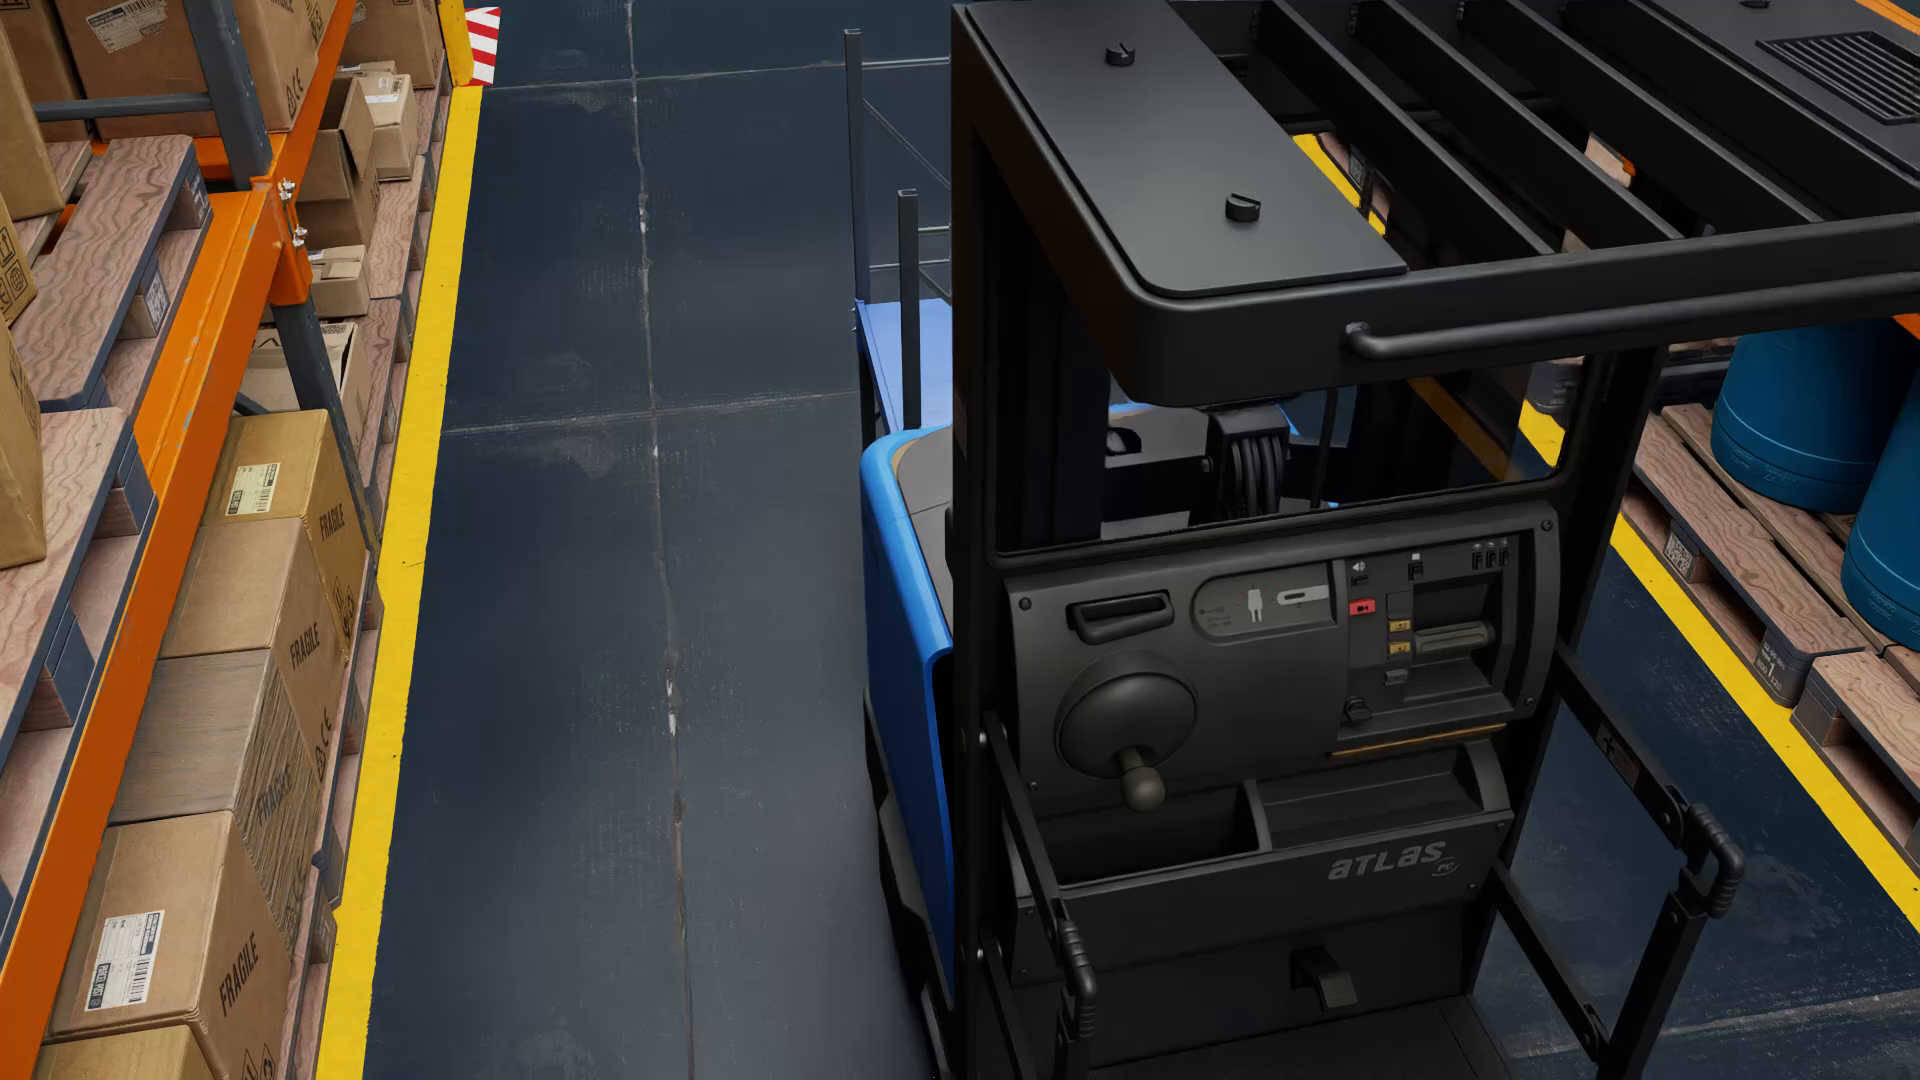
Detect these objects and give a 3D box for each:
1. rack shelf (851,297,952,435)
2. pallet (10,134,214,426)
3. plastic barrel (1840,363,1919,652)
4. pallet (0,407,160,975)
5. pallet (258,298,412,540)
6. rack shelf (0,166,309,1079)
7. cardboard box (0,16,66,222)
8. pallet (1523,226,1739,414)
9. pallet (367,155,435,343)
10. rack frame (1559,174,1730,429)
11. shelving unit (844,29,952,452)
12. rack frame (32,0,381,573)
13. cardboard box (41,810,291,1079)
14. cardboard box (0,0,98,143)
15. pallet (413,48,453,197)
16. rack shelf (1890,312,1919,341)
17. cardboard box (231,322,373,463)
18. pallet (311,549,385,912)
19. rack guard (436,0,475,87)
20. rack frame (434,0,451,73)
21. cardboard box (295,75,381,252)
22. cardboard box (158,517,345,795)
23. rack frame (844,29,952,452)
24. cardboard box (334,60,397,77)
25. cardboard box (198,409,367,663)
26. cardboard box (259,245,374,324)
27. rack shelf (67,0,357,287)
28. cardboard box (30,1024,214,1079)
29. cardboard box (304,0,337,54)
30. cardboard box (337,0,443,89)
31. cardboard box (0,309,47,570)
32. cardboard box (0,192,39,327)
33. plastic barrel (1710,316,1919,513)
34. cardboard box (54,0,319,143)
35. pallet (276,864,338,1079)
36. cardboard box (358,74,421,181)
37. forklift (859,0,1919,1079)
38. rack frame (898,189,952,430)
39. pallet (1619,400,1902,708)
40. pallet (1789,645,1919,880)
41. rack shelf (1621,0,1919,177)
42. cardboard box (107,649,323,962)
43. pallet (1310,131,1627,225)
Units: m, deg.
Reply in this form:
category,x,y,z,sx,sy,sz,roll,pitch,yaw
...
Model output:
category,x,y,z,sx,sy,sz,roll,pitch,yaw
rack shelf,0.015,-0.399,4.834,0.538,0.185,1.000,-6,38,-8
pallet,-2.265,-0.498,3.602,1.003,0.211,1.213,-6,38,-8
plastic barrel,2.782,-0.178,4.402,0.600,0.901,0.708,-6,38,-8
pallet,-1.942,0.250,2.640,1.003,0.211,1.213,-6,38,-8
pallet,-2.418,-0.382,5.569,1.003,0.211,1.213,-6,38,-8
rack shelf,-1.947,0.424,2.846,1.077,0.370,4.000,-6,38,-8
cardboard box,-2.435,-0.963,3.621,0.700,0.500,0.500,-19,42,-23
pallet,2.412,-0.937,6.284,1.003,0.211,1.213,-6,38,-8
pallet,-2.635,-1.120,6.520,1.003,0.211,1.213,-6,38,-8
rack frame,2.579,-1.599,4.863,1.000,3.000,0.127,-6,38,-8
shelving unit,0.015,-0.541,4.724,0.538,1.500,1.048,-6,38,-8
rack frame,-2.298,-1.068,4.180,1.000,3.000,0.127,-6,38,-8
cardboard box,-1.672,0.922,3.297,0.500,0.500,0.500,-7,38,-9
cardboard box,-2.638,-1.382,4.502,0.500,0.500,0.500,-6,38,-7
pallet,-2.845,-1.855,7.466,1.003,0.211,1.213,-6,38,-8
rack shelf,2.930,-0.106,3.528,1.077,0.370,4.000,-6,38,-8
cardboard box,-2.159,-0.457,5.226,0.500,0.311,0.500,-6,38,-8
pallet,-2.118,0.520,4.408,1.003,0.211,1.213,-6,38,-8
rack guard,-2.986,-2.451,7.997,1.175,0.500,0.348,-6,38,-8
rack frame,-2.999,-3.484,7.290,1.000,3.000,0.127,-6,38,-8
cardboard box,-2.633,-1.390,6.271,0.797,0.503,0.637,-6,38,-8
cardboard box,-1.851,0.312,4.082,0.500,0.500,0.500,-6,38,-8
rack frame,-0.074,-0.848,5.119,0.500,1.500,0.032,-6,38,-8
cardboard box,-2.679,-1.983,7.308,0.380,0.166,0.250,-6,38,-8
cardboard box,-1.929,0.013,4.468,0.500,0.500,0.500,-6,38,-8
cardboard box,-2.320,-0.921,5.941,0.380,0.166,0.250,-6,38,-8
rack shelf,-2.649,-1.992,5.955,1.077,0.370,4.000,-6,38,-8
cardboard box,-1.576,1.237,2.892,0.500,0.500,0.500,-7,38,-9
cardboard box,-2.212,-1.754,4.981,0.500,0.500,0.500,-6,38,-7
cardboard box,-2.662,-2.369,7.533,0.500,0.500,0.500,-6,38,-8
cardboard box,-1.928,-0.213,2.655,0.700,0.500,0.500,-16,41,-19
cardboard box,-2.252,-0.555,3.095,0.700,0.500,0.500,-1,38,-1
plastic barrel,2.658,-0.605,4.952,0.600,0.901,0.708,-6,38,-8
cardboard box,-2.119,-1.445,4.583,0.500,0.500,0.500,-5,38,-7
pallet,-1.901,1.259,3.458,1.003,0.211,1.213,-6,38,-8
cardboard box,-2.525,-1.693,6.867,0.500,0.250,0.500,-6,38,-8
forklift,0.585,0.262,2.524,1.130,2.935,3.031,-8,39,-10
rack frame,0.104,-0.234,4.328,0.500,1.500,0.032,-6,38,-8
pallet,2.673,-0.027,5.112,1.003,0.211,1.213,-6,38,-8
pallet,2.891,0.712,4.162,1.003,0.211,1.213,-6,38,-8
rack shelf,2.229,-2.522,6.638,1.077,0.370,4.000,-6,38,-8
cardboard box,-1.764,0.615,3.692,0.500,0.500,0.500,-6,38,-7
pallet,2.195,-1.676,7.235,1.003,0.211,1.213,-6,38,-8
